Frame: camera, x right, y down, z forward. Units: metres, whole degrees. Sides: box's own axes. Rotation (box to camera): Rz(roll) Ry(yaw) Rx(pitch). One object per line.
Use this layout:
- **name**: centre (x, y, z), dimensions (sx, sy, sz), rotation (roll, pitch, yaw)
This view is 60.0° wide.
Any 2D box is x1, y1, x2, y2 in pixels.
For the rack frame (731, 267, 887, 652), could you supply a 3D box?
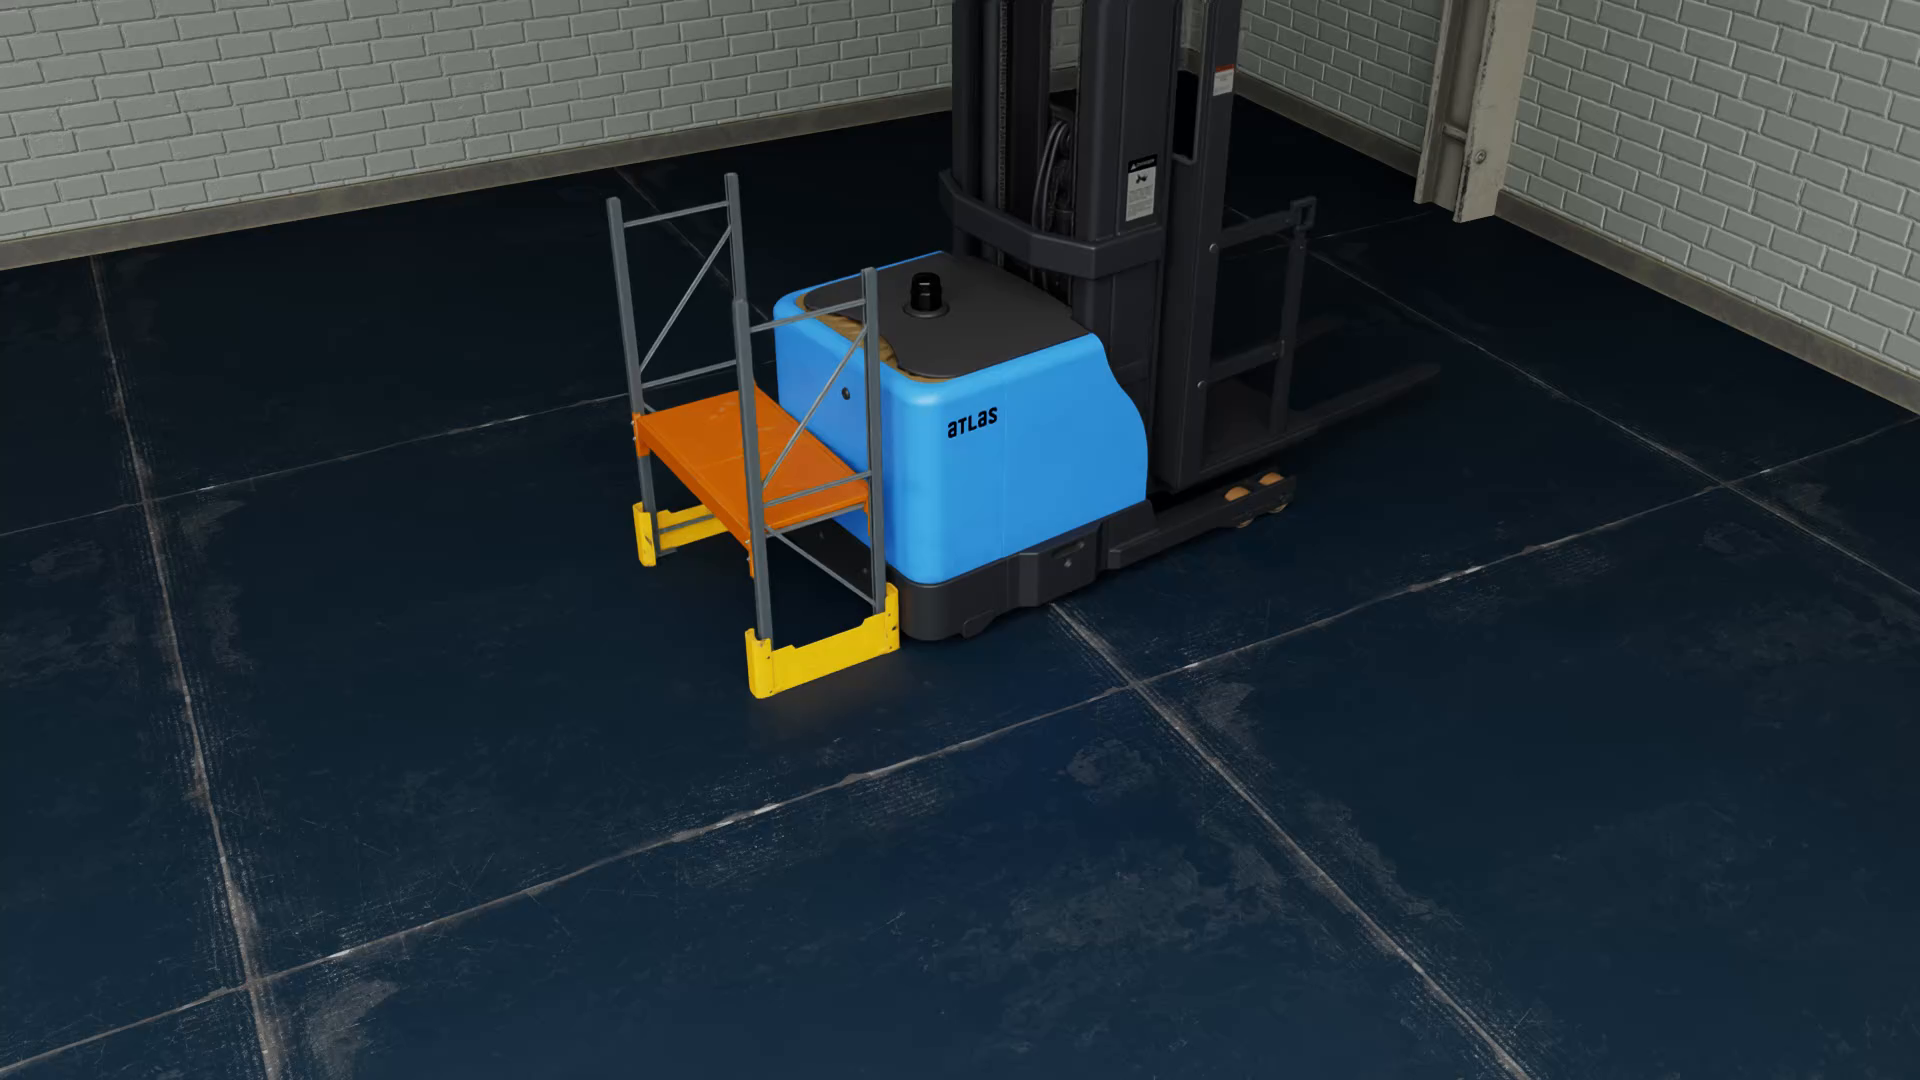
- **rack frame**: centre (-0.485, -0.168, 5.622), dimensions (0.500, 1.500, 0.032), rotation (-19, 37, -27)

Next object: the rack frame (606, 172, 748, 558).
- **rack frame**: centre (-1.026, -0.632, 6.347), dimensions (0.500, 1.500, 0.032), rotation (-19, 37, -27)

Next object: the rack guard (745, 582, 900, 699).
- **rack guard**: centre (-0.485, 0.358, 5.960), dimensions (0.587, 0.250, 0.087), rotation (-19, 37, -27)

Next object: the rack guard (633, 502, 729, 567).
- **rack guard**: centre (-1.015, -0.097, 6.670), dimensions (0.587, 0.250, 0.087), rotation (-19, 37, -27)

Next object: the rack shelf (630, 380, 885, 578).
- **rack shelf**: centre (-0.755, -0.249, 6.081), dimensions (0.538, 0.185, 1.000), rotation (-19, 37, -27)

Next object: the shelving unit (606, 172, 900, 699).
- **shelving unit**: centre (-0.750, -0.396, 5.978), dimensions (0.587, 1.500, 1.083), rotation (-19, 37, -27)

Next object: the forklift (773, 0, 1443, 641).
- **forklift**: centre (0.780, -1.493, 6.364), dimensions (3.031, 2.935, 1.130), rotation (-22, 38, -30)

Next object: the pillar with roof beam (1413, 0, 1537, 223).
- **pillar with roof beam**: centre (-0.884, -4.672, 5.700), dimensions (9.100, 9.000, 0.400), rotation (-16, 36, -23)
